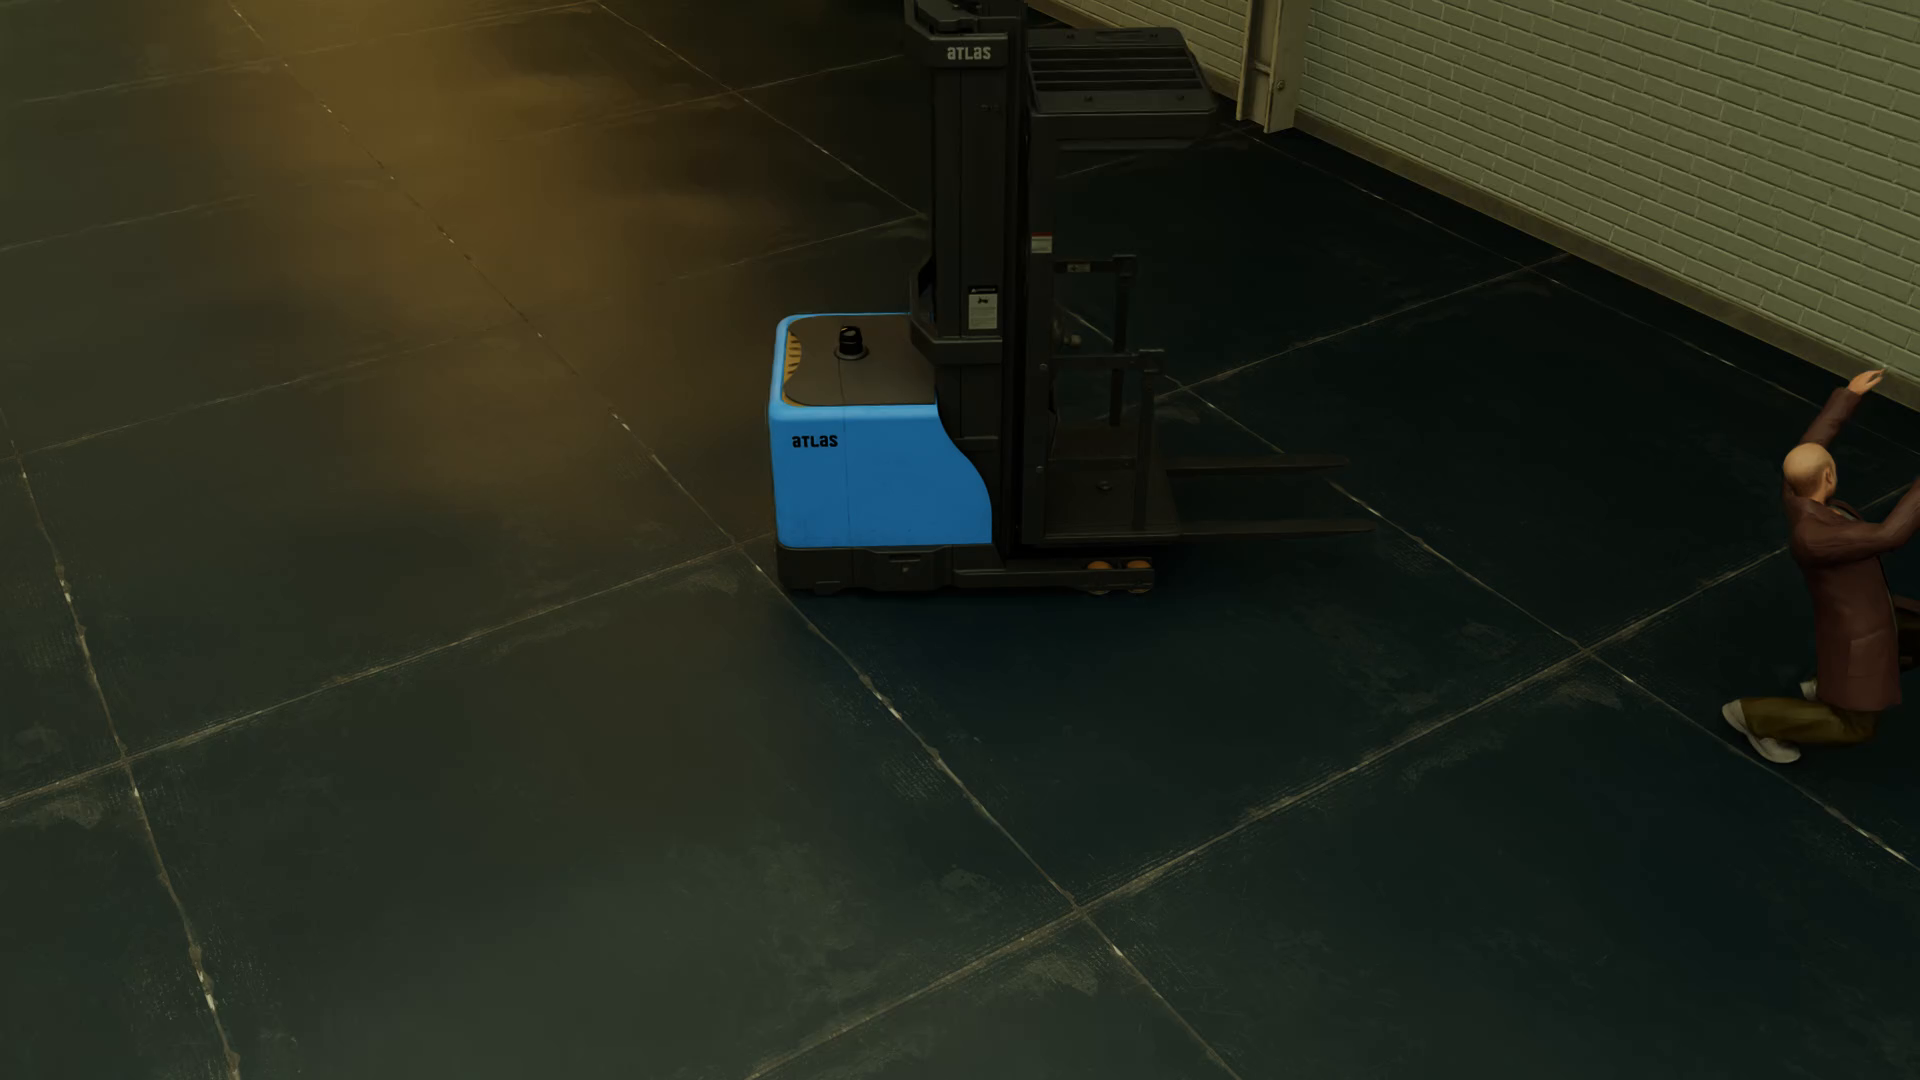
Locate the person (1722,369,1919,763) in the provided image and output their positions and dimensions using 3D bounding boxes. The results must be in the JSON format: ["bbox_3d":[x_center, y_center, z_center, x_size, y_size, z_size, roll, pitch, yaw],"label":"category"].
[{"bbox_3d":[3.796,0.141,7.051,0.822,1.730,1.137,15,38,21],"label":"person"}]

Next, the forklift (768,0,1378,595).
[{"bbox_3d":[0.586,-1.232,7.901,3.031,2.935,1.130,-1,35,-2],"label":"forklift"}]
